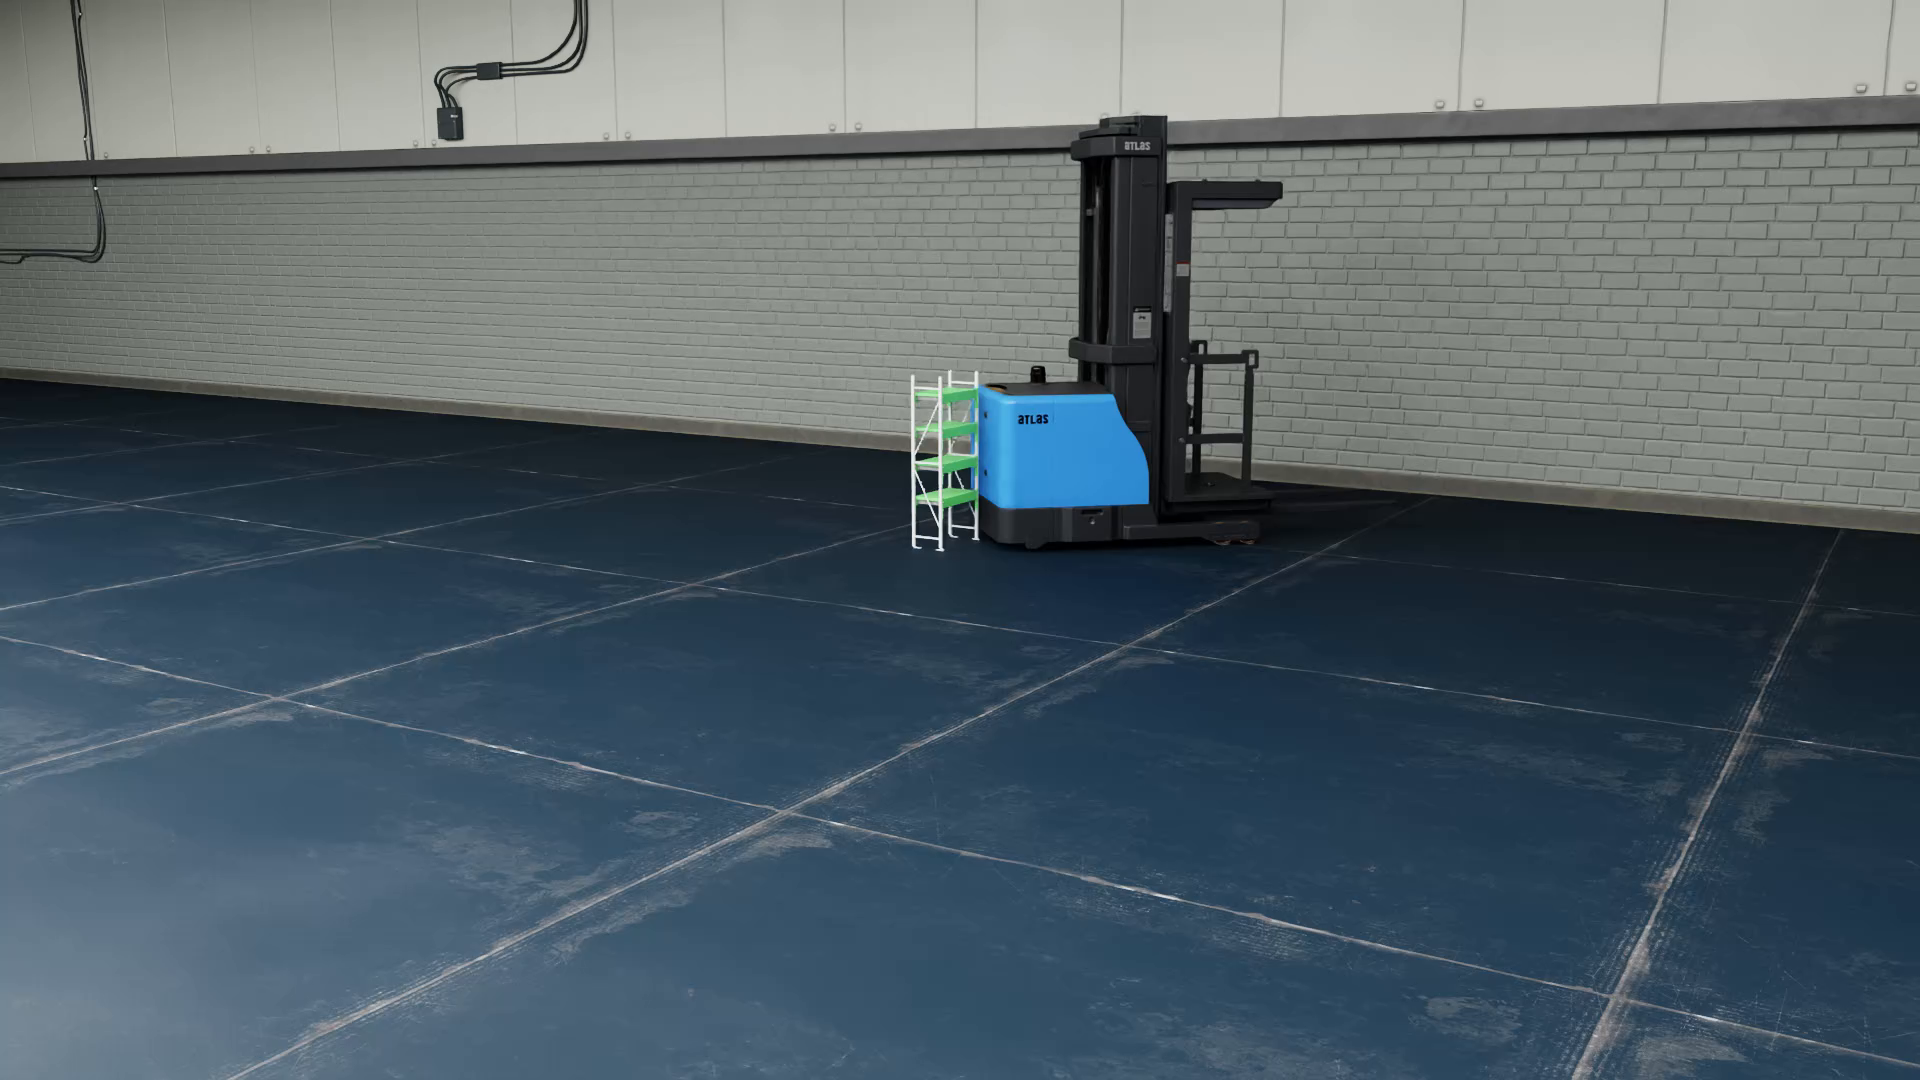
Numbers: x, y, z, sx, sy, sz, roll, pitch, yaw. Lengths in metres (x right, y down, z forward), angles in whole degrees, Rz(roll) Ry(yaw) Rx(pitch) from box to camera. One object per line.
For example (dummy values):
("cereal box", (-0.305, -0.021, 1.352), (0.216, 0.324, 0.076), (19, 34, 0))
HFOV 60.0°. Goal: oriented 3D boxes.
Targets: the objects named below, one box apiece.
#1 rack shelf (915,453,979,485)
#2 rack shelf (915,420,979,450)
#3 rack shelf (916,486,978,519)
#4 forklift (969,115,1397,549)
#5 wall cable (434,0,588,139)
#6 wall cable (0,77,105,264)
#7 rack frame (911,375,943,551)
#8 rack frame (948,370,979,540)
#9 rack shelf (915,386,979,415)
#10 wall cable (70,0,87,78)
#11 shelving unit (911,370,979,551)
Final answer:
("rack shelf", (-0.101, -0.500, 11.625), (0.258, 0.148, 0.480), (6, 12, 30))
("rack shelf", (-0.101, -0.736, 11.581), (0.258, 0.148, 0.480), (6, 12, 30))
("rack shelf", (-0.101, -0.264, 11.670), (0.258, 0.148, 0.480), (6, 12, 30))
("forklift", (1.639, -1.494, 11.884), (3.031, 2.935, 1.130), (-2, 11, -12))
("wall cable", (-5.011, -7.467, 18.057), (2.305, 6.003, 0.169), (6, 12, 31))
("wall cable", (-13.116, -5.179, 23.514), (3.097, 2.526, 0.112), (6, 12, 31))
("rack frame", (-0.226, -0.524, 11.408), (0.240, 1.200, 0.015), (6, 12, 30))
("rack frame", (0.024, -0.601, 11.820), (0.240, 1.200, 0.015), (6, 12, 30))
("rack shelf", (-0.101, -0.972, 11.537), (0.258, 0.148, 0.480), (6, 12, 30))
("wall cable", (-10.804, -7.403, 21.669), (3.097, 2.526, 0.112), (6, 12, 31))
("shelving unit", (-0.101, -0.563, 11.614), (0.258, 1.200, 0.503), (6, 12, 30))
